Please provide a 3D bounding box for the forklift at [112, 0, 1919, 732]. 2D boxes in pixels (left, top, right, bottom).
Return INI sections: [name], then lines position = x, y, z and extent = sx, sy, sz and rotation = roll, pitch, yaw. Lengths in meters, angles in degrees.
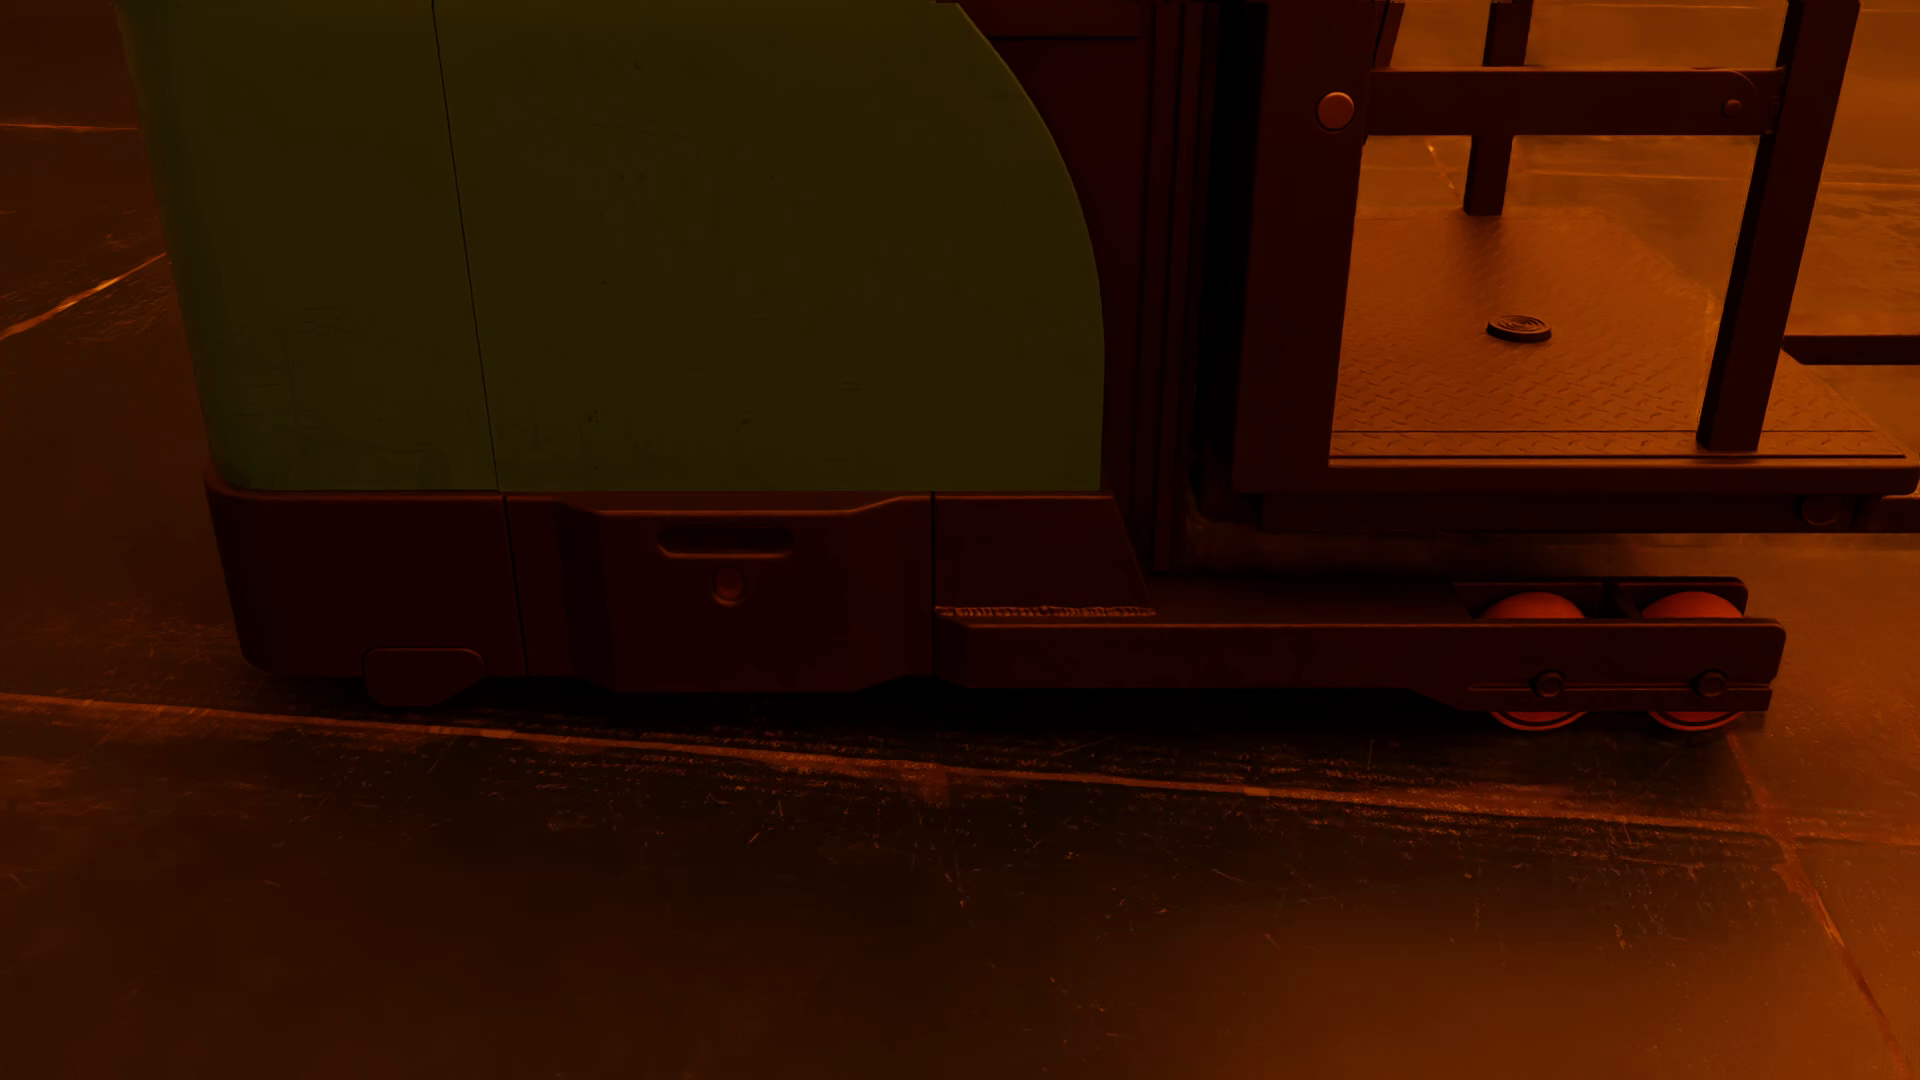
[forklift]
position = 0.613, -1.317, 1.856
extent = 3.031, 2.935, 1.130
rotation = 0, 27, 0
